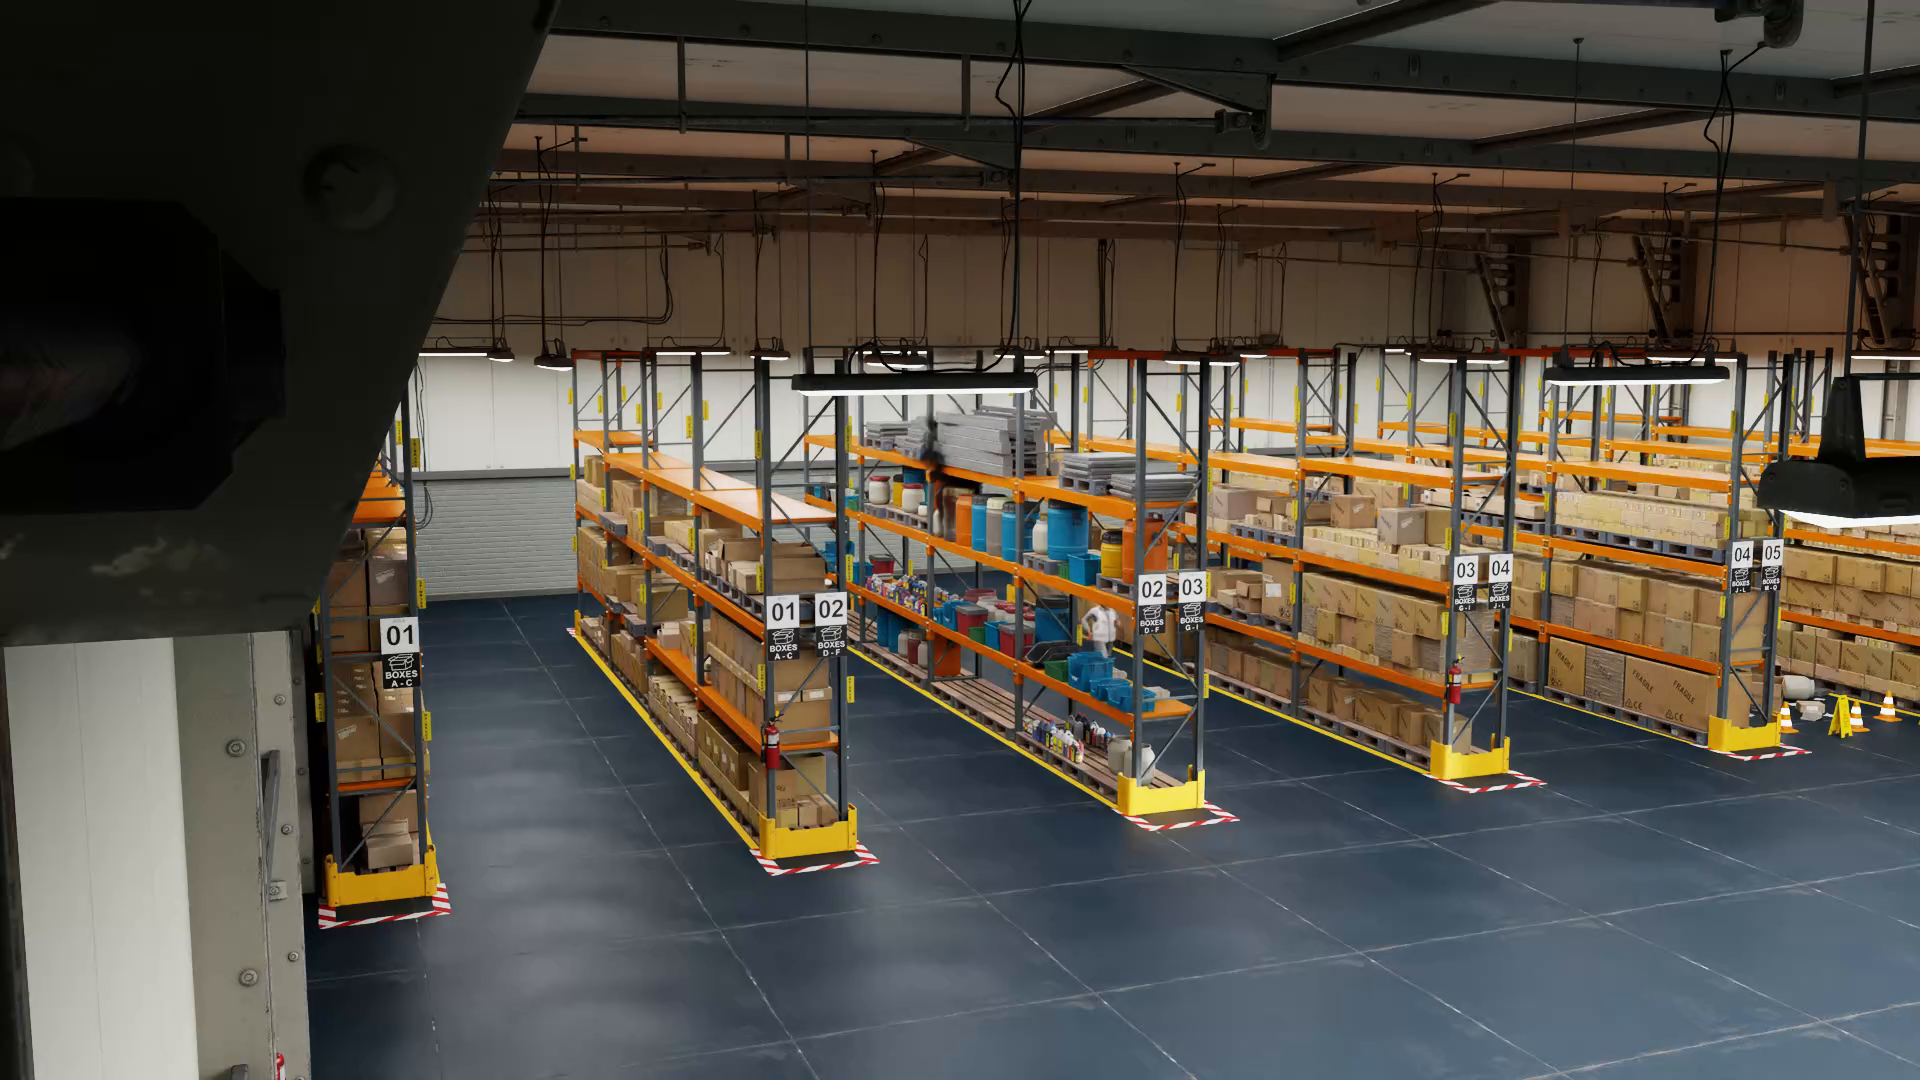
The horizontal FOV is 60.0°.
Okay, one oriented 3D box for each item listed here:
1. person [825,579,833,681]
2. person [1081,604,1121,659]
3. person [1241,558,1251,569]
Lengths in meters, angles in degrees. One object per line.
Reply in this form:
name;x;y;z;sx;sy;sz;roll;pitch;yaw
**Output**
person;-2.459;1.633;30.675;0.670;1.846;0.804;-3;8;-24
person;2.539;1.776;29.393;0.649;1.780;0.938;-4;8;-32
person;7.118;0.427;41.342;0.567;1.584;0.647;4;8;27
